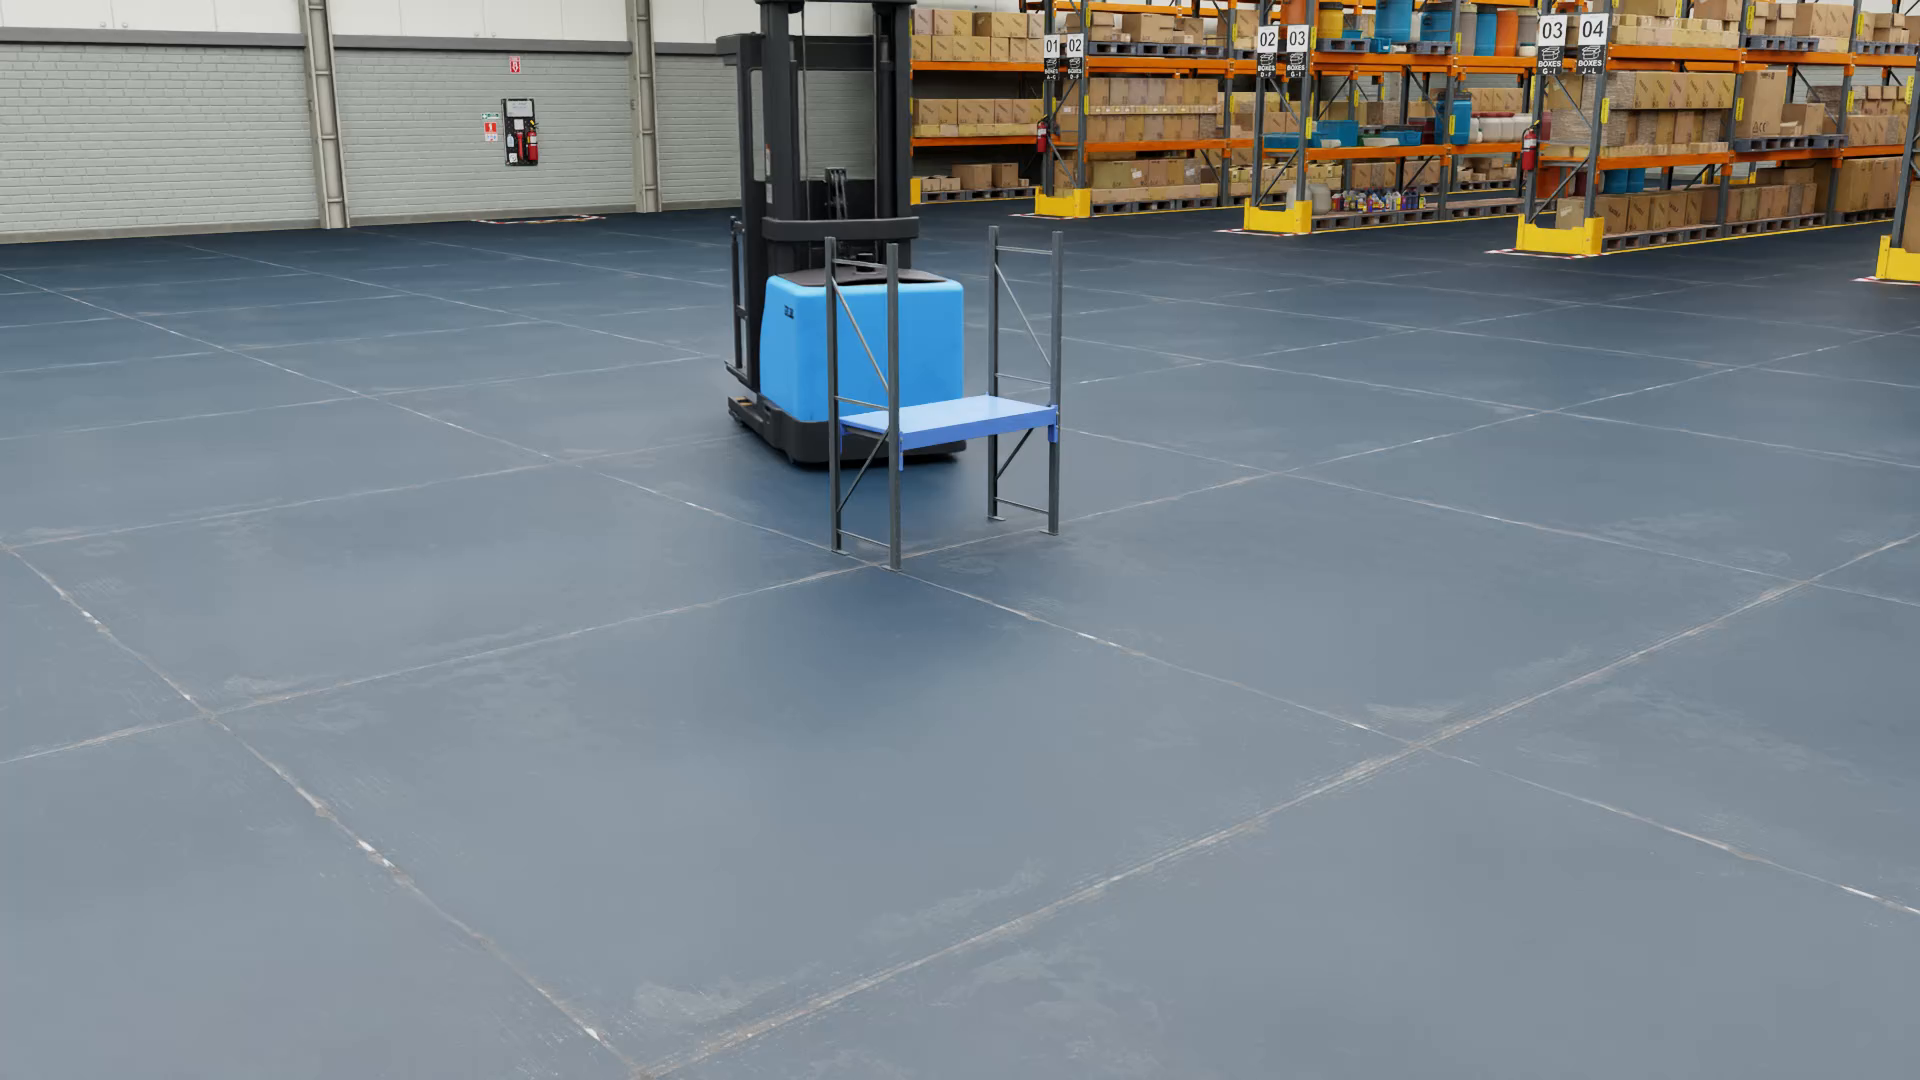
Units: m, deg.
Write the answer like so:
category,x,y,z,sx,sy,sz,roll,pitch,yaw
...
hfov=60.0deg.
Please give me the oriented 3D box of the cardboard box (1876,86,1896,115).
category,x,y,z,sx,sy,sz,roll,pitch,yaw
cardboard box,15.997,-7.755,29.333,0.637,0.503,0.797,-12,19,-38

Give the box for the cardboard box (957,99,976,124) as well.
category,x,y,z,sx,sy,sz,roll,pitch,yaw
cardboard box,-0.019,-8.904,34.572,0.500,0.500,0.500,-13,20,-41

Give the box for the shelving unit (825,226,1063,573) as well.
category,x,y,z,sx,sy,sz,roll,pitch,yaw
shelving unit,-0.064,-0.710,8.002,1.048,1.500,0.538,-13,19,-39

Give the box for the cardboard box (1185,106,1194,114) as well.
category,x,y,z,sx,sy,sz,roll,pitch,yaw
cardboard box,4.277,-8.271,31.952,0.250,0.149,0.380,-13,20,-39

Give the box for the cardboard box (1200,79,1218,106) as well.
category,x,y,z,sx,sy,sz,roll,pitch,yaw
cardboard box,4.592,-8.727,32.401,0.500,0.500,0.700,-13,19,-39

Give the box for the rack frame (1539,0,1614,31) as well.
category,x,y,z,sx,sy,sz,roll,pitch,yaw
rack frame,8.405,-8.420,22.334,0.127,3.000,1.000,-13,19,-39

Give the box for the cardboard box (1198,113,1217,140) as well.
category,x,y,z,sx,sy,sz,roll,pitch,yaw
cardboard box,4.592,-8.100,32.569,0.500,0.500,0.700,-13,20,-41

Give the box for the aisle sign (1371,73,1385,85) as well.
category,x,y,z,sx,sy,sz,roll,pitch,yaw
aisle sign,10.972,-12.335,43.578,0.004,0.787,0.394,-13,19,-39

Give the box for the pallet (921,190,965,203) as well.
category,x,y,z,sx,sy,sz,roll,pitch,yaw
pallet,-0.656,-7.211,34.837,1.213,0.211,1.003,-13,19,-39

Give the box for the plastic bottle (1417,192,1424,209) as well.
category,x,y,z,sx,sy,sz,roll,pitch,yaw
plastic bottle,8.025,-5.918,29.004,0.133,0.283,0.061,-11,19,-37

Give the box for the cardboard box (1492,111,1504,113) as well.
category,x,y,z,sx,sy,sz,roll,pitch,yaw
cardboard box,12.284,-9.737,38.696,0.500,0.500,0.500,-13,20,-40

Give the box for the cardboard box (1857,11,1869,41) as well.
category,x,y,z,sx,sy,sz,roll,pitch,yaw
cardboard box,14.853,-8.696,28.167,0.637,0.503,0.797,-11,19,-36

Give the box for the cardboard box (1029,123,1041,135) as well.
category,x,y,z,sx,sy,sz,roll,pitch,yaw
cardboard box,1.510,-8.890,35.971,0.500,0.250,0.500,-13,19,-39

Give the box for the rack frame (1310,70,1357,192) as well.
category,x,y,z,sx,sy,sz,roll,pitch,yaw
rack frame,7.940,-8.806,35.405,0.127,3.000,1.000,-13,19,-39

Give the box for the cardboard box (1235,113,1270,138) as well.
category,x,y,z,sx,sy,sz,roll,pitch,yaw
cardboard box,5.910,-8.393,33.664,0.500,0.500,0.500,-11,18,-35

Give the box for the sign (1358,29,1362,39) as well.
category,x,y,z,sx,sy,sz,roll,pitch,yaw
sign,8.298,-10.434,34.531,0.005,0.325,0.100,-13,19,-39

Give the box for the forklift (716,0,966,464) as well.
category,x,y,z,sx,sy,sz,roll,pitch,yaw
forklift,-0.930,-2.201,10.810,1.130,2.935,3.031,-5,16,-19

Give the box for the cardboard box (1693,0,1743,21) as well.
category,x,y,z,sx,sy,sz,roll,pitch,yaw
cardboard box,11.251,-7.956,24.671,0.500,0.500,0.500,-13,20,-41

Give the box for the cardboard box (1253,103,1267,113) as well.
category,x,y,z,sx,sy,sz,roll,pitch,yaw
cardboard box,7.142,-10.433,40.688,0.500,0.500,0.500,-12,19,-39

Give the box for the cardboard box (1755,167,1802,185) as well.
category,x,y,z,sx,sy,sz,roll,pitch,yaw
cardboard box,13.561,-6.033,27.561,0.500,0.250,0.500,-10,18,-33

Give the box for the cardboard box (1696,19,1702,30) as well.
category,x,y,z,sx,sy,sz,roll,pitch,yaw
cardboard box,10.539,-7.489,24.181,0.250,0.149,0.380,-12,19,-37

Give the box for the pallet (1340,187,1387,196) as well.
category,x,y,z,sx,sy,sz,roll,pitch,yaw
pallet,8.528,-7.578,36.210,1.213,0.211,1.003,-13,19,-39

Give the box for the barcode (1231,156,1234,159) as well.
category,x,y,z,sx,sy,sz,roll,pitch,yaw
barcode,5.388,-7.559,32.868,0.075,0.075,0.001,-13,19,-39

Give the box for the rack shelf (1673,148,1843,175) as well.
category,x,y,z,sx,sy,sz,roll,pitch,yaw
rack shelf,12.931,-6.190,27.007,4.000,0.370,1.077,-13,19,-39

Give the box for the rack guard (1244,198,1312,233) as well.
category,x,y,z,sx,sy,sz,roll,pitch,yaw
rack guard,5.180,-5.300,27.124,0.348,0.500,1.175,-13,19,-39

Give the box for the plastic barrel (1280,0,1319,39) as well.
category,x,y,z,sx,sy,sz,roll,pitch,yaw
plastic barrel,5.437,-8.452,26.623,0.708,0.830,0.600,-13,19,-39

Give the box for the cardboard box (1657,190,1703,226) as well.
category,x,y,z,sx,sy,sz,roll,pitch,yaw
cardboard box,11.095,-5.134,25.689,0.500,0.500,0.500,-13,20,-41

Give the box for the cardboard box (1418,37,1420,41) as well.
category,x,y,z,sx,sy,sz,roll,pitch,yaw
cardboard box,10.040,-11.044,36.768,0.600,0.600,0.600,-13,20,-40

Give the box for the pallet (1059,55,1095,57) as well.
category,x,y,z,sx,sy,sz,roll,pitch,yaw
pallet,2.204,-10.534,36.427,1.003,0.211,1.213,-13,19,-39

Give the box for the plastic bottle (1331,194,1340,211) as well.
category,x,y,z,sx,sy,sz,roll,pitch,yaw
plastic bottle,6.460,-5.816,28.637,0.135,0.276,0.152,-12,19,-39

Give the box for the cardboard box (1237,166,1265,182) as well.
category,x,y,z,sx,sy,sz,roll,pitch,yaw
cardboard box,5.779,-7.379,33.490,0.500,0.311,0.500,-13,20,-40

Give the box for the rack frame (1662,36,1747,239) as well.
category,x,y,z,sx,sy,sz,roll,pitch,yaw
rack frame,11.423,-6.199,25.645,0.127,3.000,1.000,-13,19,-39

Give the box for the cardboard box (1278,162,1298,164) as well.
category,x,y,z,sx,sy,sz,roll,pitch,yaw
cardboard box,6.962,-7.829,35.176,0.500,0.311,0.500,-13,20,-41

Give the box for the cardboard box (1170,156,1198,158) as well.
category,x,y,z,sx,sy,sz,roll,pitch,yaw
cardboard box,4.367,-7.347,33.006,0.500,0.500,0.500,-13,19,-39

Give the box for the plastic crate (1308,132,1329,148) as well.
category,x,y,z,sx,sy,sz,roll,pitch,yaw
plastic crate,5.829,-6.666,27.681,0.408,0.251,0.499,-13,19,-39

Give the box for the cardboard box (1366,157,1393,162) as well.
category,x,y,z,sx,sy,sz,roll,pitch,yaw
cardboard box,9.300,-8.562,37.029,0.500,0.250,0.500,-13,20,-40

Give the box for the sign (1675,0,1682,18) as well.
category,x,y,z,sx,sy,sz,roll,pitch,yaw
sign,11.056,-8.196,25.543,0.005,0.325,0.100,-13,19,-39

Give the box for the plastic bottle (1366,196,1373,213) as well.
category,x,y,z,sx,sy,sz,roll,pitch,yaw
plastic bottle,6.909,-5.667,28.065,0.133,0.283,0.061,-12,19,-38

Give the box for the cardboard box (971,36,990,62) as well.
category,x,y,z,sx,sy,sz,roll,pitch,yaw
cardboard box,0.275,-10.197,34.568,0.500,0.500,0.500,-11,19,-36

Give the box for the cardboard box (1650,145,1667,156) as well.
category,x,y,z,sx,sy,sz,roll,pitch,yaw
cardboard box,9.972,-5.637,24.029,0.250,0.149,0.380,-13,19,-39

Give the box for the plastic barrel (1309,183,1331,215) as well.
category,x,y,z,sx,sy,sz,roll,pitch,yaw
plastic barrel,5.978,-5.698,27.776,0.421,0.512,0.421,0,15,0

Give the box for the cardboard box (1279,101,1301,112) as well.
category,x,y,z,sx,sy,sz,roll,pitch,yaw
cardboard box,8.123,-10.681,41.843,0.700,0.700,0.980,-12,19,-39

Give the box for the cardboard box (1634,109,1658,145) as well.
category,x,y,z,sx,sy,sz,roll,pitch,yaw
cardboard box,9.542,-5.986,24.076,0.500,0.500,0.875,-13,19,-39

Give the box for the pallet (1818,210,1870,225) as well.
category,x,y,z,sx,sy,sz,roll,pitch,yaw
pallet,15.084,-5.648,28.987,1.213,0.211,1.003,-13,19,-39

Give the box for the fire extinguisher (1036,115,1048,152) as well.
category,x,y,z,sx,sy,sz,roll,pitch,yaw
fire extinguisher,1.511,-7.484,30.605,0.183,0.674,0.296,-13,19,-39

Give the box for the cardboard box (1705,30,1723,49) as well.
category,x,y,z,sx,sy,sz,roll,pitch,yaw
cardboard box,10.849,-7.361,24.475,0.500,0.250,0.500,-12,19,-38

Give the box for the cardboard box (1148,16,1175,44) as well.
category,x,y,z,sx,sy,sz,roll,pitch,yaw
cardboard box,3.597,-9.643,31.443,0.637,0.503,0.797,-10,18,-33

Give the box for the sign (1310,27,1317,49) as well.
category,x,y,z,sx,sy,sz,roll,pitch,yaw
sign,5.512,-7.831,25.927,0.005,0.325,0.100,-13,19,-39

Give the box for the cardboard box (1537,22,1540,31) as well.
category,x,y,z,sx,sy,sz,roll,pitch,yaw
cardboard box,13.598,-12.052,39.612,0.500,0.500,0.700,-13,19,-39

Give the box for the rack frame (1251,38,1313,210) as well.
category,x,y,z,sx,sy,sz,roll,pitch,yaw
rack frame,5.154,-6.486,26.719,0.127,3.000,1.000,-13,19,-39

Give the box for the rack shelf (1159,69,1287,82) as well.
category,x,y,z,sx,sy,sz,roll,pitch,yaw
rack shelf,6.194,-11.210,39.987,4.000,0.370,1.077,-13,19,-39

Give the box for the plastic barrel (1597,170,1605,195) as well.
category,x,y,z,sx,sy,sz,roll,pitch,yaw
plastic barrel,12.766,-7.232,33.521,0.421,0.512,0.421,0,15,0

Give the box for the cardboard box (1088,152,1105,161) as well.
category,x,y,z,sx,sy,sz,roll,pitch,yaw
cardboard box,2.932,-8.751,37.738,0.500,0.250,0.500,-13,20,-41

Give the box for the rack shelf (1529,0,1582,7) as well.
category,x,y,z,sx,sy,sz,roll,pitch,yaw
rack shelf,9.680,-9.860,29.894,4.000,0.370,1.077,-13,19,-39

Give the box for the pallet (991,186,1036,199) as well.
category,x,y,z,sx,sy,sz,roll,pitch,yaw
pallet,1.185,-7.624,36.384,1.213,0.211,1.003,-13,19,-39
